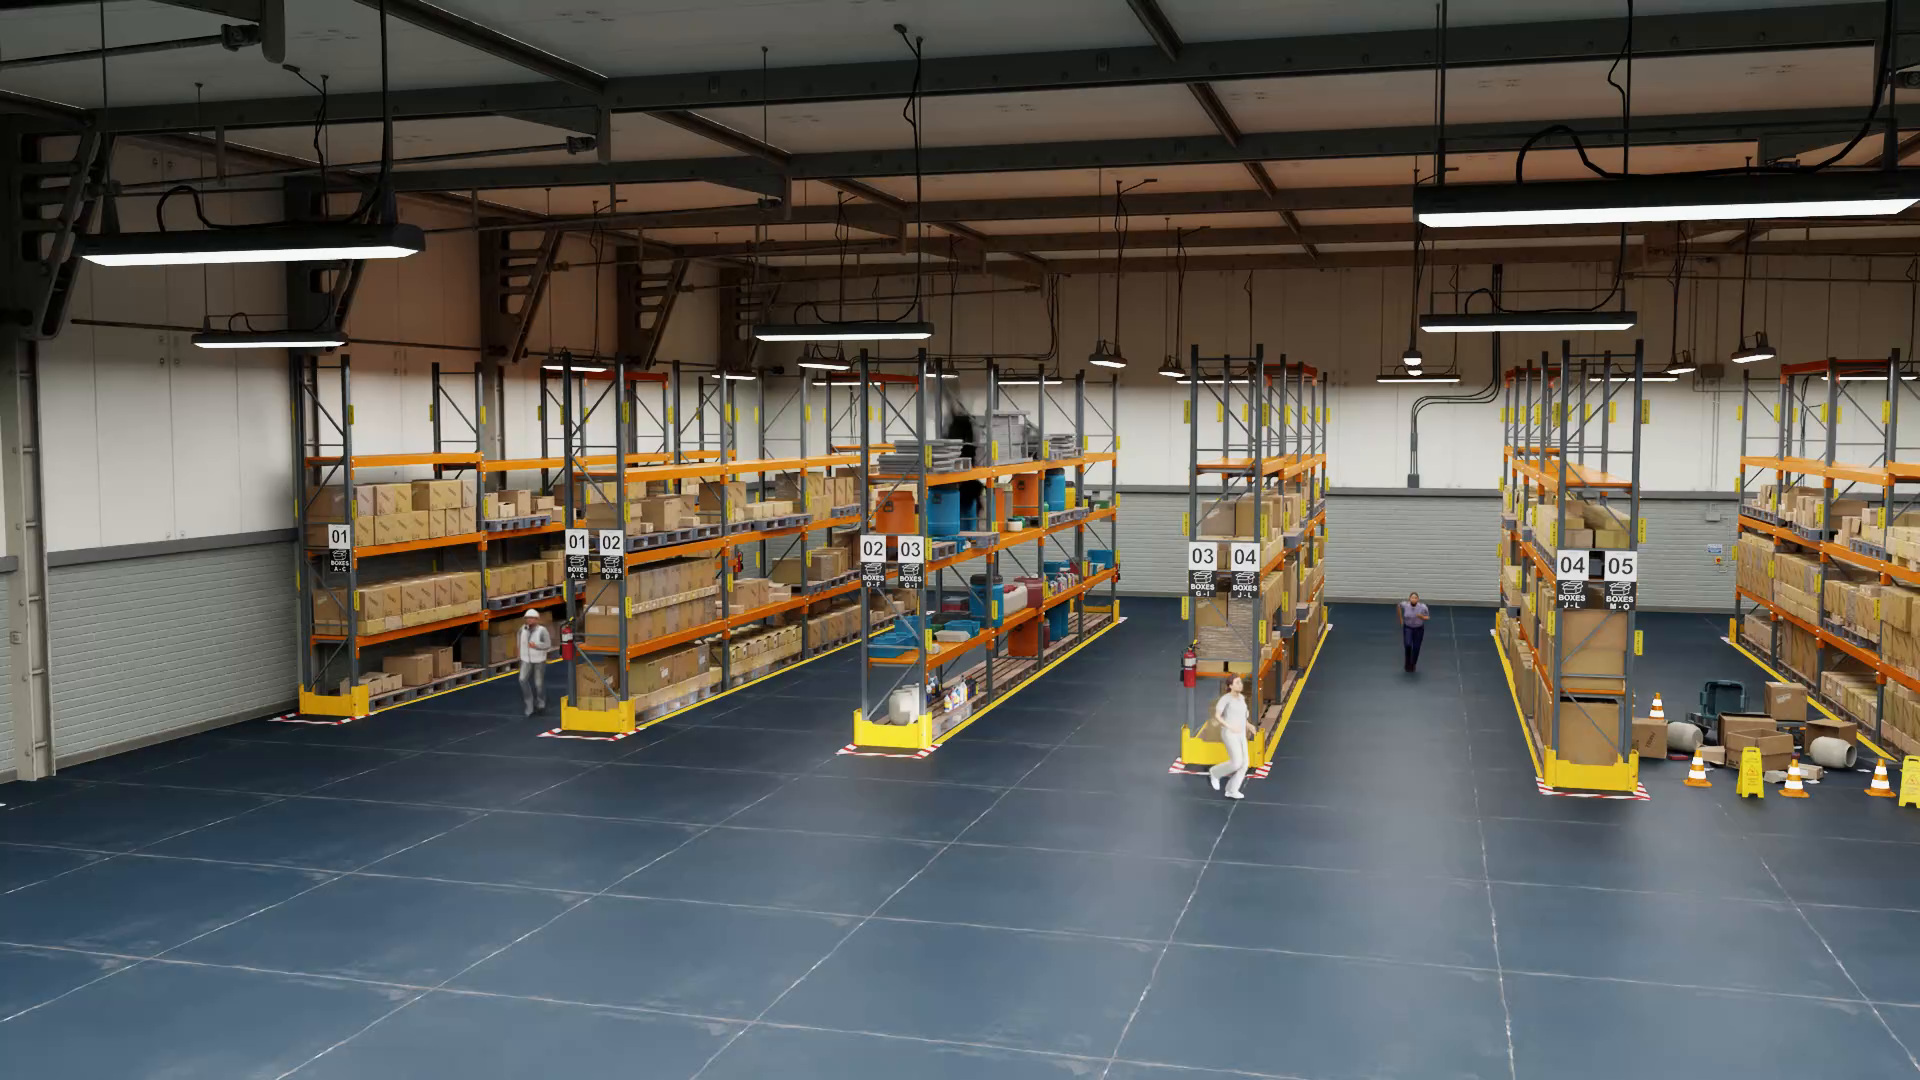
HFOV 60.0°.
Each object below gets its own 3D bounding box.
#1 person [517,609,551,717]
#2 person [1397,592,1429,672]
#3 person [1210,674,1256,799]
[{"bbox_3d":[-7.145,2.036,27.860,0.681,1.794,0.831,1,4,7],"label":"person"},{"bbox_3d":[8.784,1.781,32.257,0.591,1.561,0.859,1,4,12],"label":"person"},{"bbox_3d":[3.555,2.557,21.770,0.541,1.623,0.558,-4,6,-41],"label":"person"}]
